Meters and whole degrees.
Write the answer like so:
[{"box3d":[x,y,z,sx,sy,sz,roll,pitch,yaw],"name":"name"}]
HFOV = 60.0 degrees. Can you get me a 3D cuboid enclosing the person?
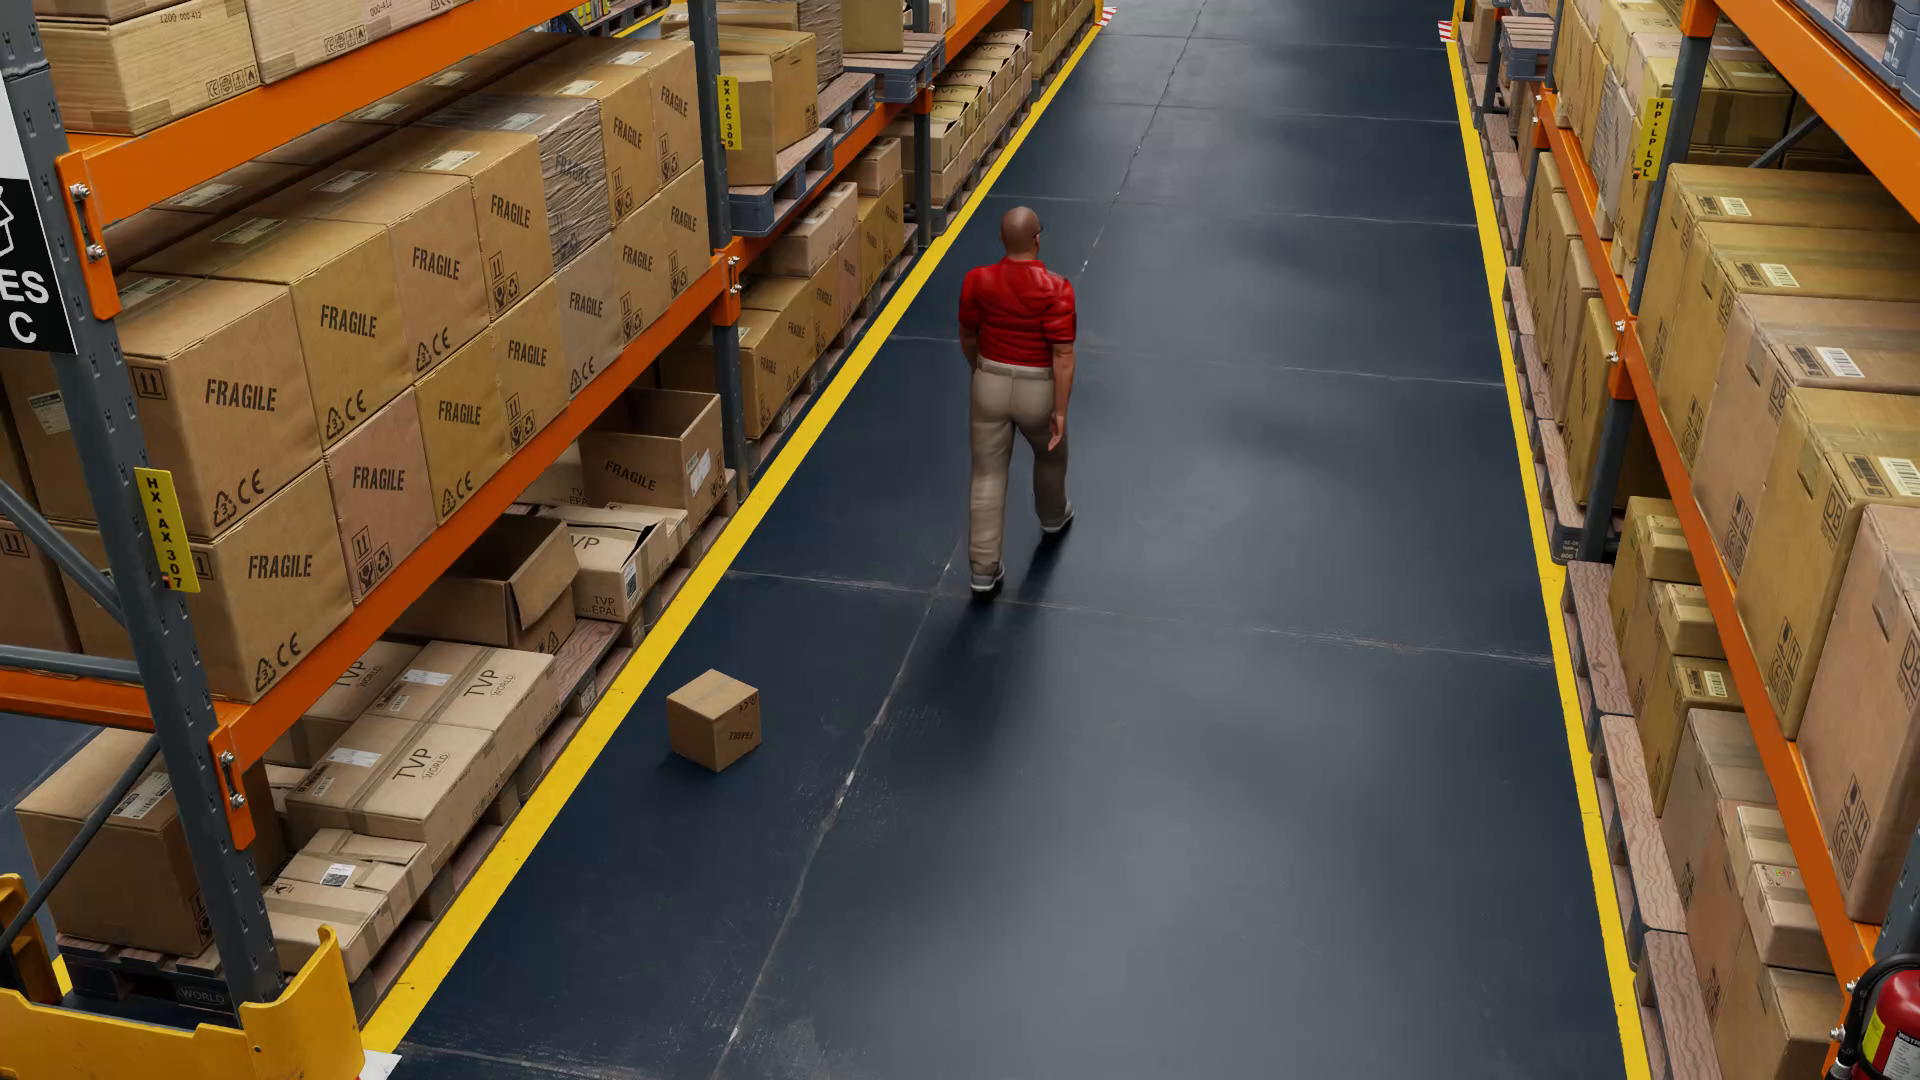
[{"box3d":[0.262,-0.687,7.384,0.547,1.673,0.999,6,29,11],"name":"person"}]
